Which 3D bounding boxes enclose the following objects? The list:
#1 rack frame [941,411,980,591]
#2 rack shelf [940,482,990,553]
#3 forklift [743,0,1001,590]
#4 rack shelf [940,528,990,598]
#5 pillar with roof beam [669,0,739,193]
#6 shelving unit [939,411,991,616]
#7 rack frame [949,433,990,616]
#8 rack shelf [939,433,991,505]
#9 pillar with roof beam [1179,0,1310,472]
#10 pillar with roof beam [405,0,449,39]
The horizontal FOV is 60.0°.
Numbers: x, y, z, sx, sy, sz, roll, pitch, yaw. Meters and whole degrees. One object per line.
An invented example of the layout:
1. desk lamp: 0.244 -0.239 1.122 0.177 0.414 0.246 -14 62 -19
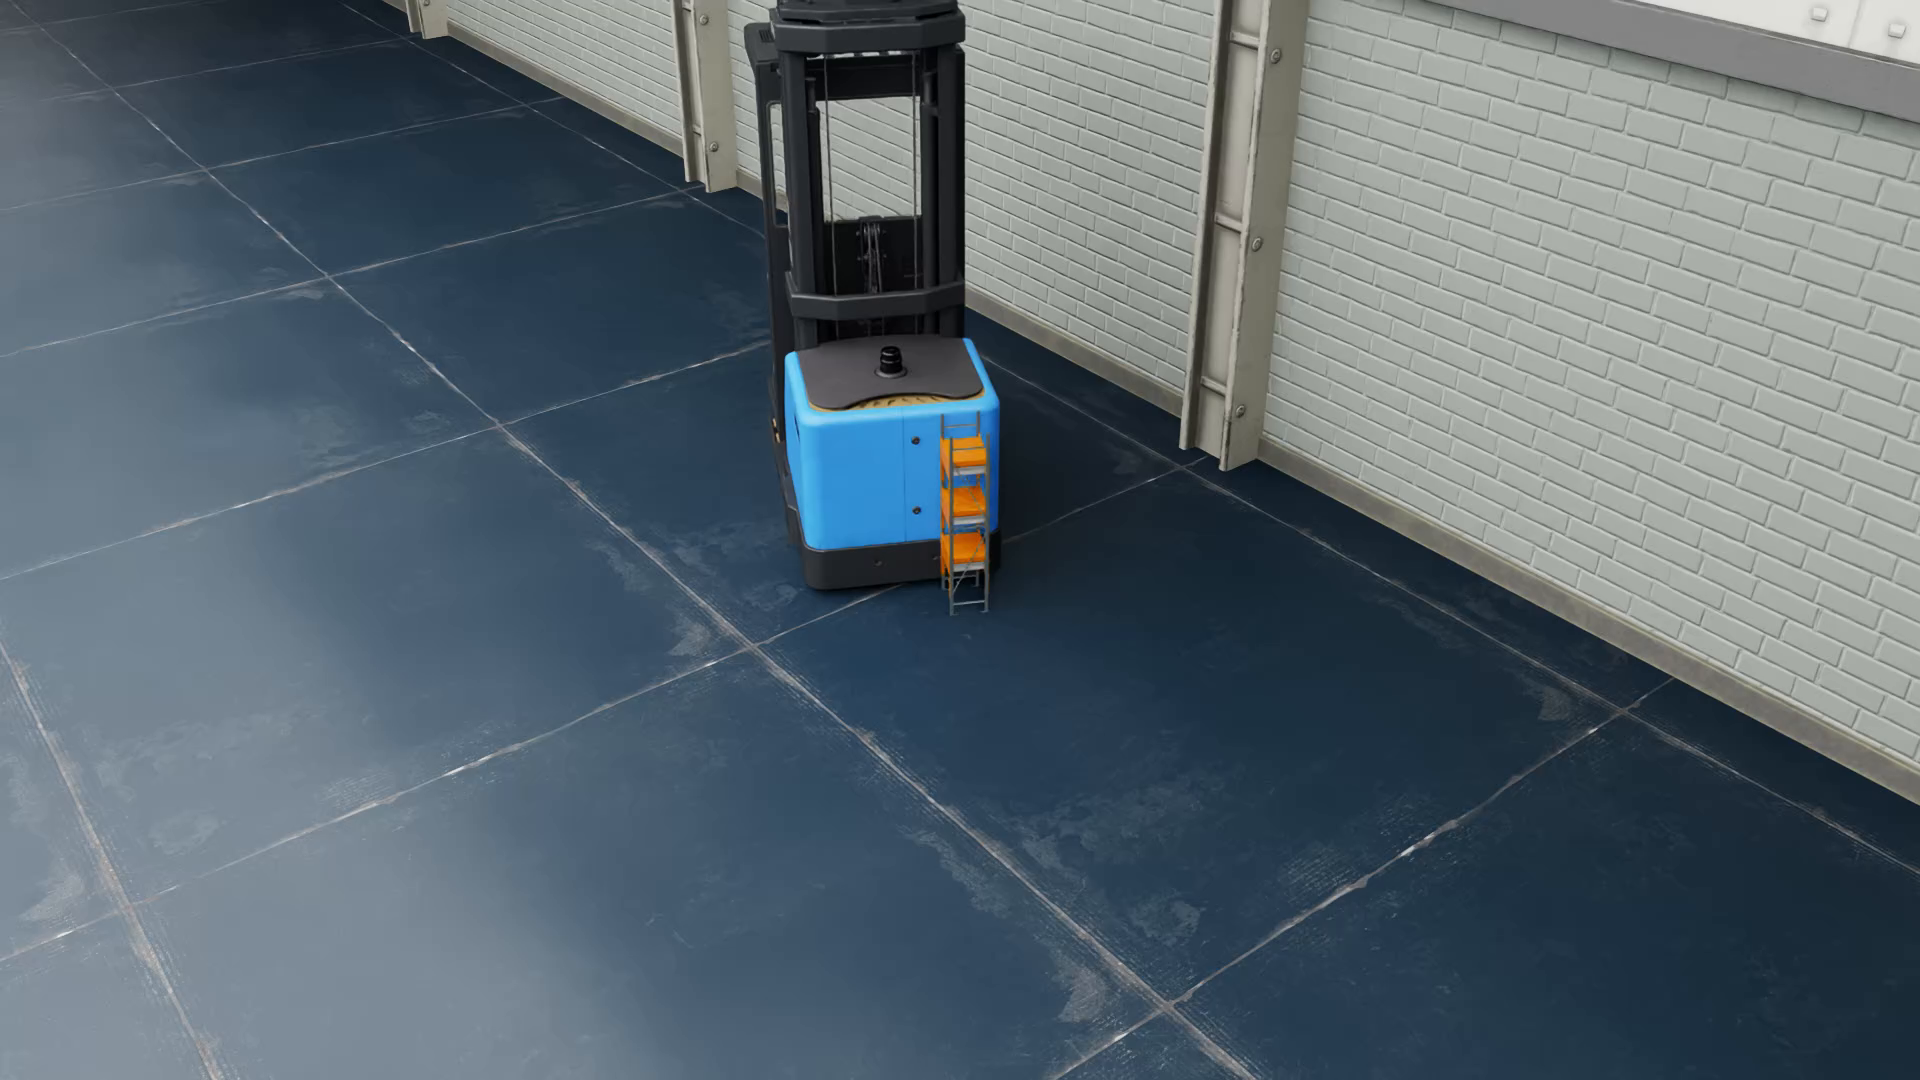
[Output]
1. rack frame: 0.002 -0.188 8.558 0.200 1.050 0.008 -6 32 -9
2. rack shelf: 0.025 -0.116 8.462 0.215 0.259 0.240 -6 32 -9
3. forklift: -0.562 -1.750 9.290 1.130 2.935 3.031 -6 32 -9
4. rack shelf: 0.025 0.120 8.609 0.215 0.259 0.240 -6 32 -9
5. pillar with roof beam: -5.502 -5.468 9.525 9.100 9.000 0.400 -22 38 -31
6. shelving unit: 0.025 -0.125 8.456 0.215 1.050 0.252 -6 32 -9
7. rack frame: 0.048 -0.062 8.355 0.200 1.050 0.008 -6 32 -9
8. rack shelf: 0.025 -0.357 8.312 0.215 0.259 0.240 -6 32 -9
9. pillar with roof beam: -1.823 -2.968 5.499 9.100 9.000 0.400 -22 38 -31
10. pillar with roof beam: -9.181 -7.969 13.551 9.100 9.000 0.400 -22 38 -31
